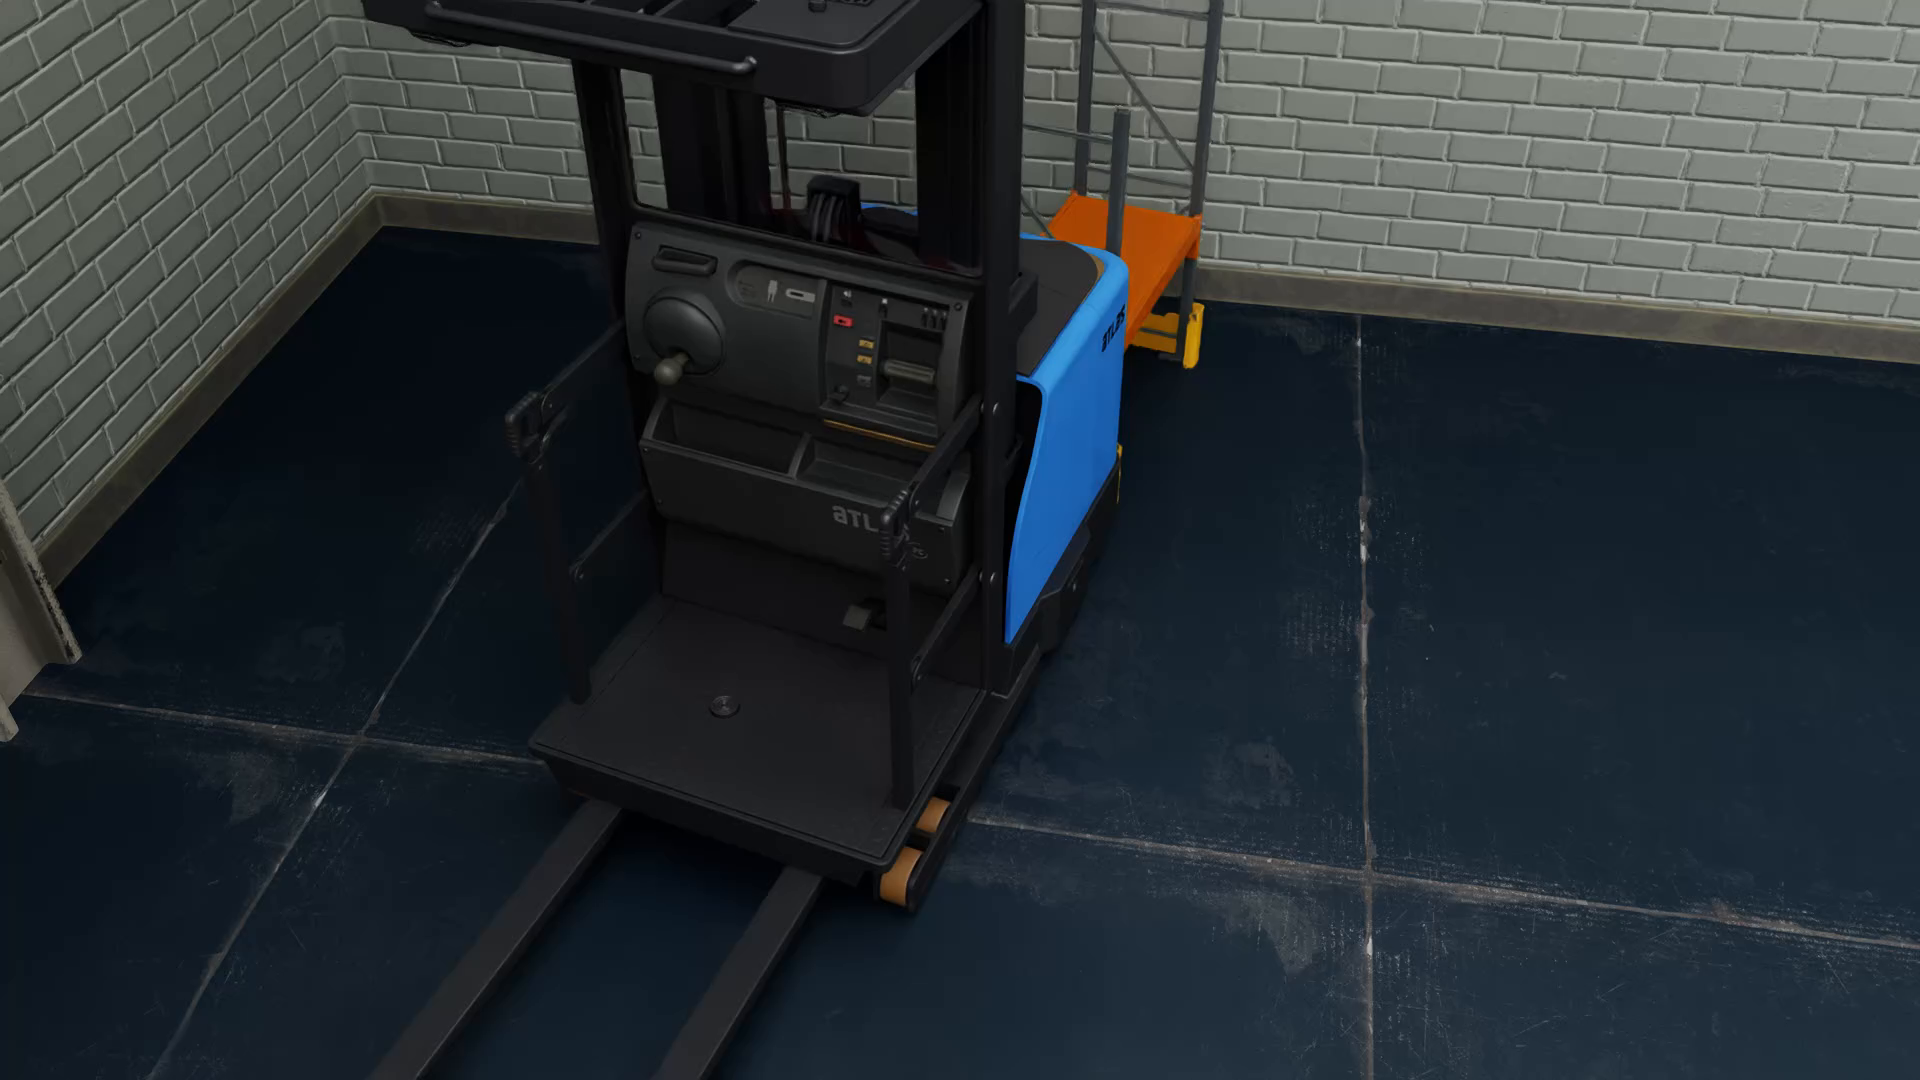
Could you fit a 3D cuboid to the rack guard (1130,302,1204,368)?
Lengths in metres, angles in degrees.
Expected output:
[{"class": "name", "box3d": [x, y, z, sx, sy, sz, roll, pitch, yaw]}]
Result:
[{"class": "rack guard", "box3d": [0.667, -0.867, 6.602, 0.587, 0.250, 0.087, 15, 42, 17]}]

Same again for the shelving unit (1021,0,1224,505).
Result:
[{"class": "shelving unit", "box3d": [0.474, -1.056, 5.851, 0.587, 1.500, 1.083, 15, 42, 17]}]

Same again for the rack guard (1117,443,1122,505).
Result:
[{"class": "rack guard", "box3d": [0.280, -0.282, 5.895, 0.587, 0.250, 0.087, 15, 42, 17]}]

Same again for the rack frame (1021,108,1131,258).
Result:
[{"class": "rack frame", "box3d": [0.273, -0.753, 5.483, 0.500, 1.500, 0.032, 15, 42, 17]}]

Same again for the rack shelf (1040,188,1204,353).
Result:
[{"class": "rack shelf", "box3d": [0.470, -0.912, 5.959, 0.538, 0.185, 1.000, 15, 42, 17]}]

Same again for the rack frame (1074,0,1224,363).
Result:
[{"class": "rack frame", "box3d": [0.668, -1.349, 6.205, 0.500, 1.500, 0.032, 15, 42, 17]}]

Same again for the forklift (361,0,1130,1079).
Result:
[{"class": "forklift", "box3d": [-0.500, -0.443, 3.986, 1.130, 2.935, 3.031, 15, 42, 17]}]
